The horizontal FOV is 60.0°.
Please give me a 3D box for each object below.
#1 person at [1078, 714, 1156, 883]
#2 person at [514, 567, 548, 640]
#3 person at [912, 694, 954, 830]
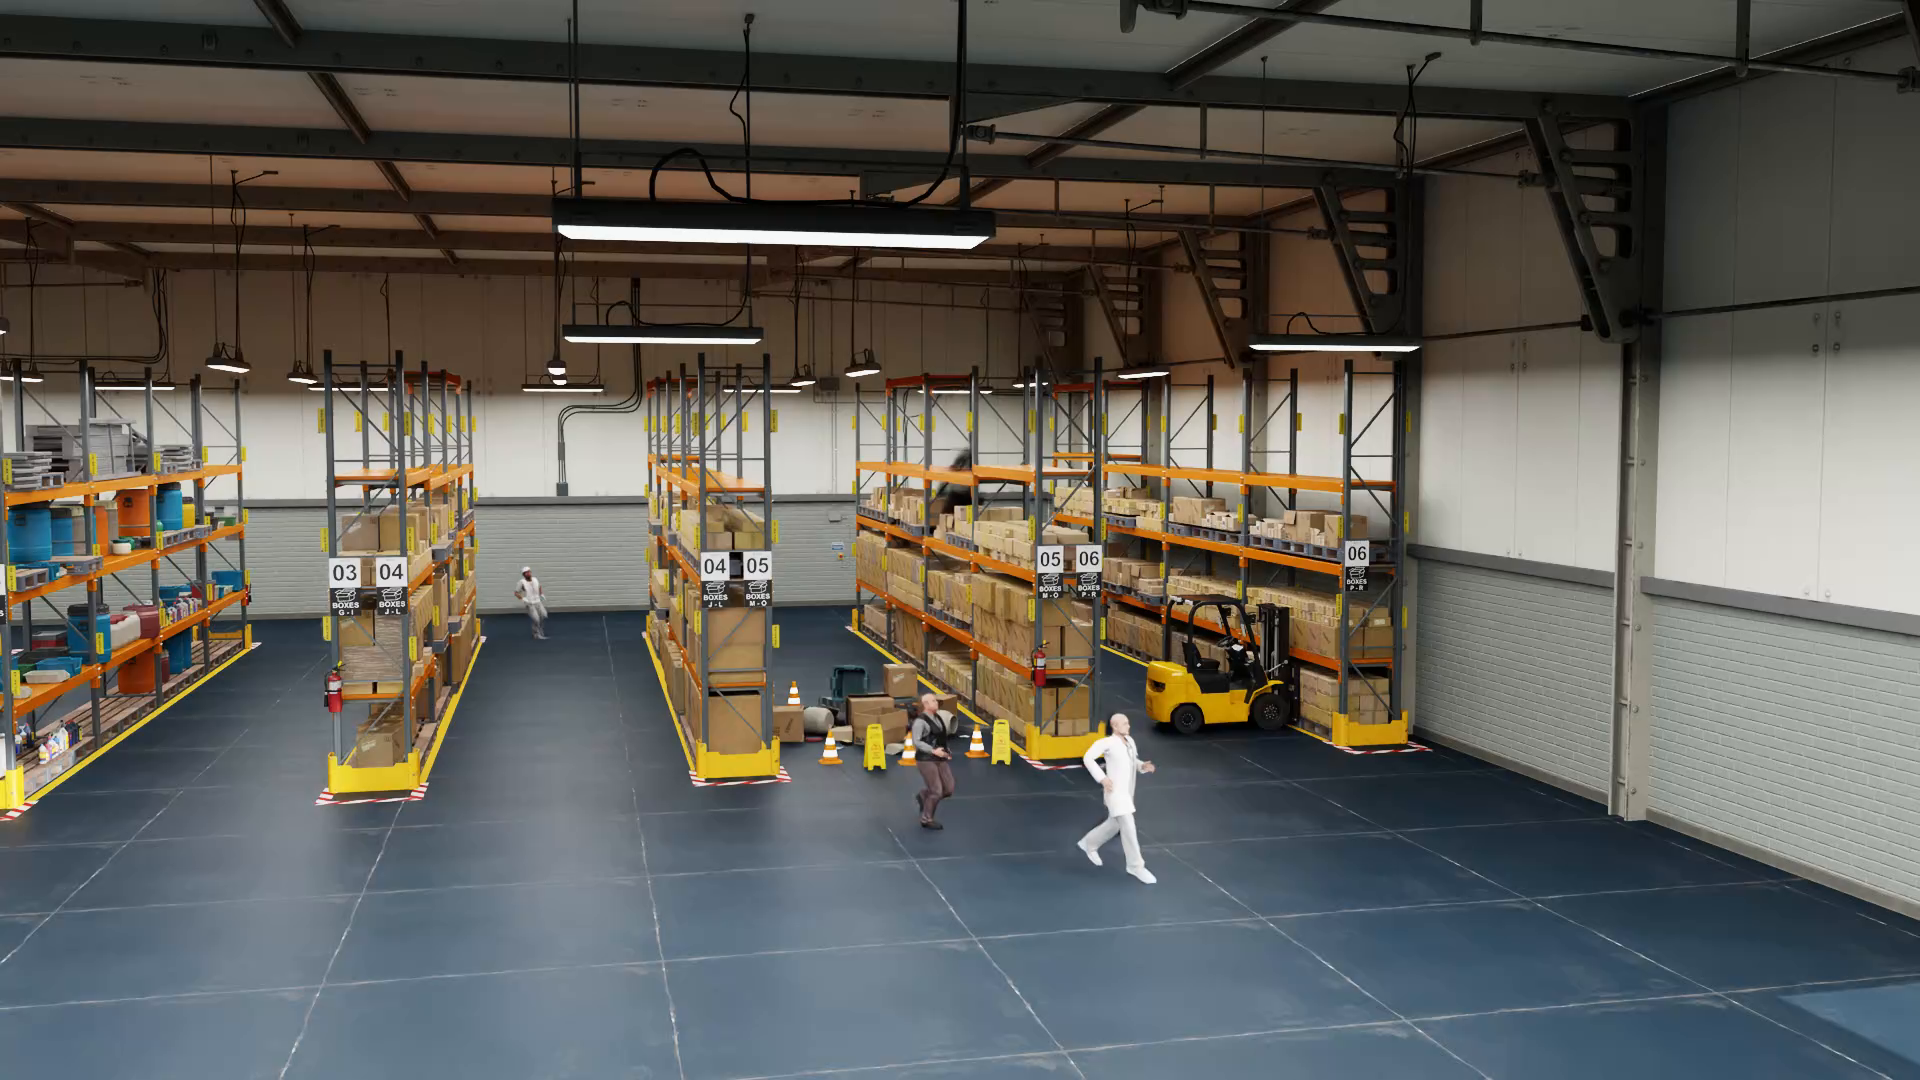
[{"bbox_3d":[1.745,2.918,18.425,1.040,1.607,0.703,3,5,34],"label":"person"},{"bbox_3d":[-9.891,1.478,38.488,0.505,1.720,0.767,3,5,40],"label":"person"},{"bbox_3d":[-0.348,2.740,20.599,0.579,1.678,0.660,2,5,30],"label":"person"}]
